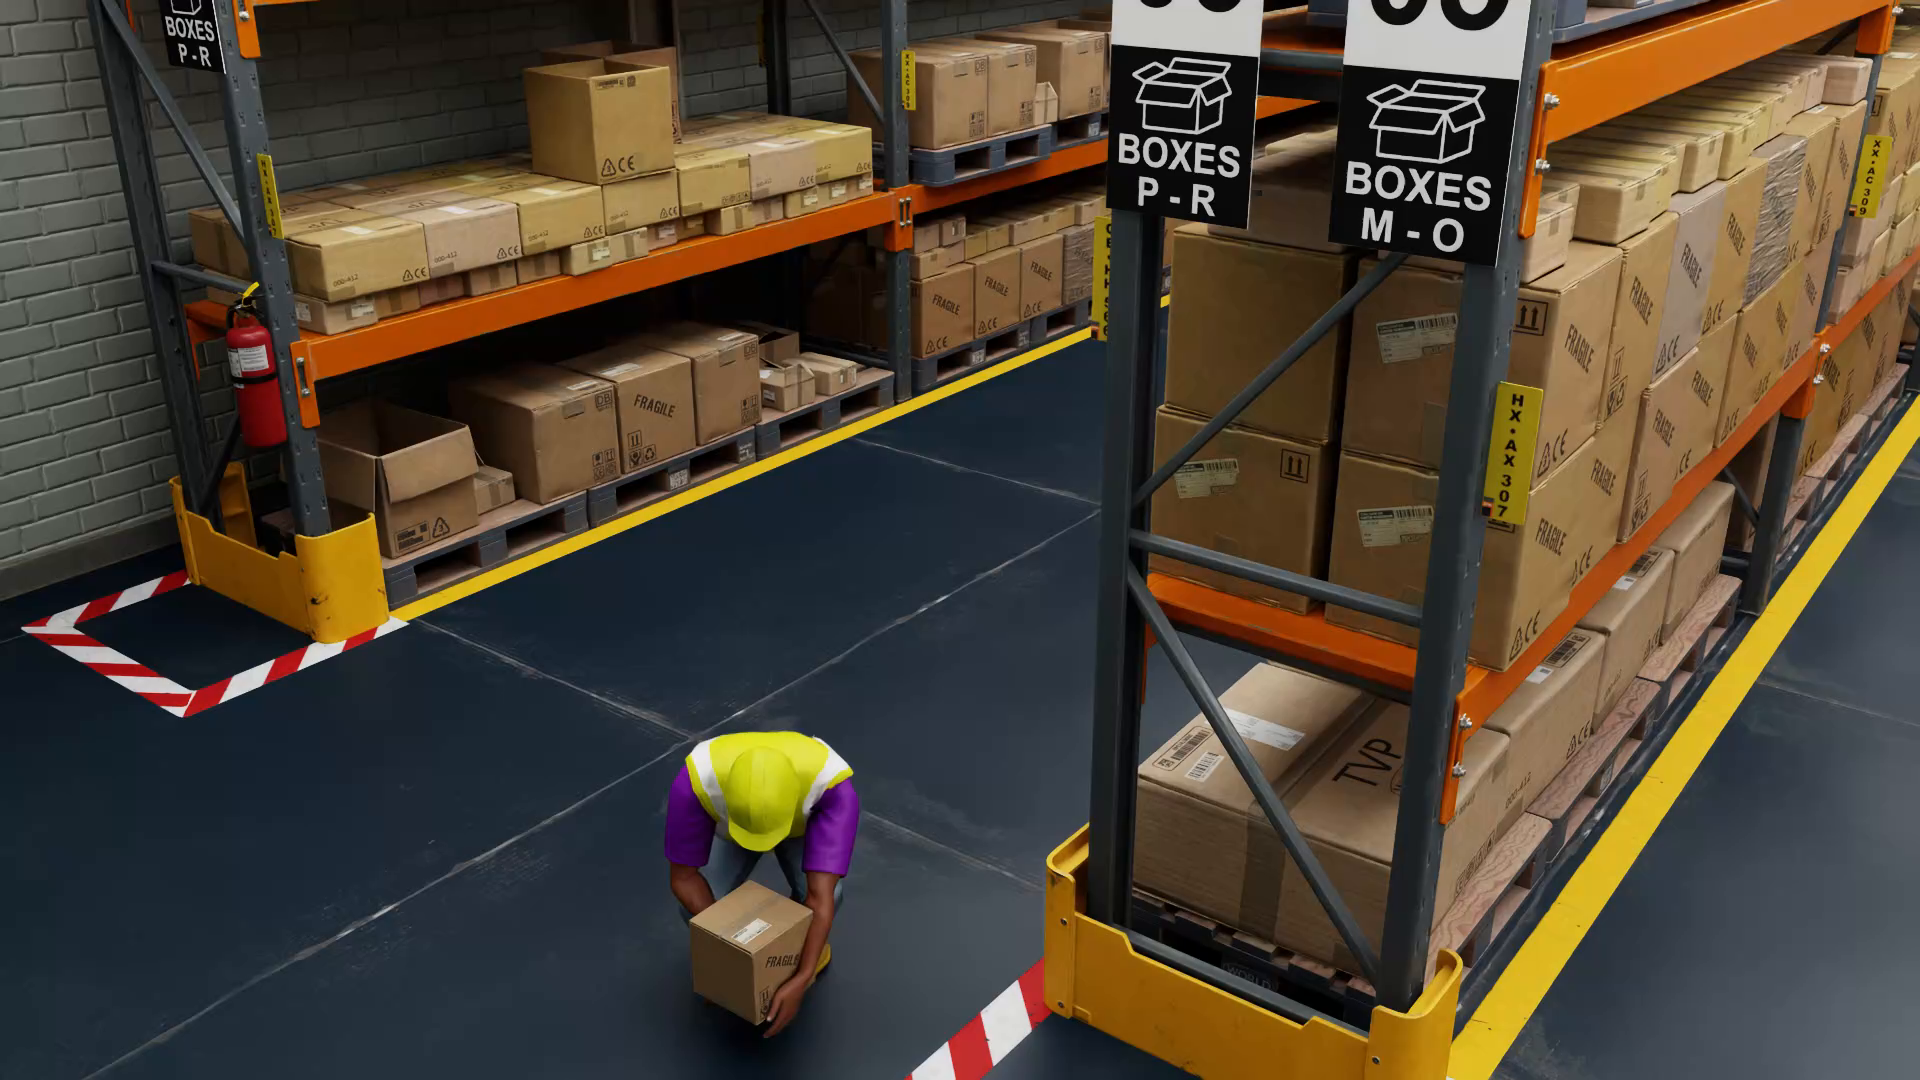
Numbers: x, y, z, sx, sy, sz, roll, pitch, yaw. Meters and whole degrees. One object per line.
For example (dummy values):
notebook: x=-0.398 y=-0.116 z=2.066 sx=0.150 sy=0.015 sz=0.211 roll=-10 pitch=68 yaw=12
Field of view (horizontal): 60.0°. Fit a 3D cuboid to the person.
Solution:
person: x=-0.581 y=0.921 z=4.971 sx=0.574 sy=0.957 sz=0.958 roll=0 pitch=23 yaw=0
